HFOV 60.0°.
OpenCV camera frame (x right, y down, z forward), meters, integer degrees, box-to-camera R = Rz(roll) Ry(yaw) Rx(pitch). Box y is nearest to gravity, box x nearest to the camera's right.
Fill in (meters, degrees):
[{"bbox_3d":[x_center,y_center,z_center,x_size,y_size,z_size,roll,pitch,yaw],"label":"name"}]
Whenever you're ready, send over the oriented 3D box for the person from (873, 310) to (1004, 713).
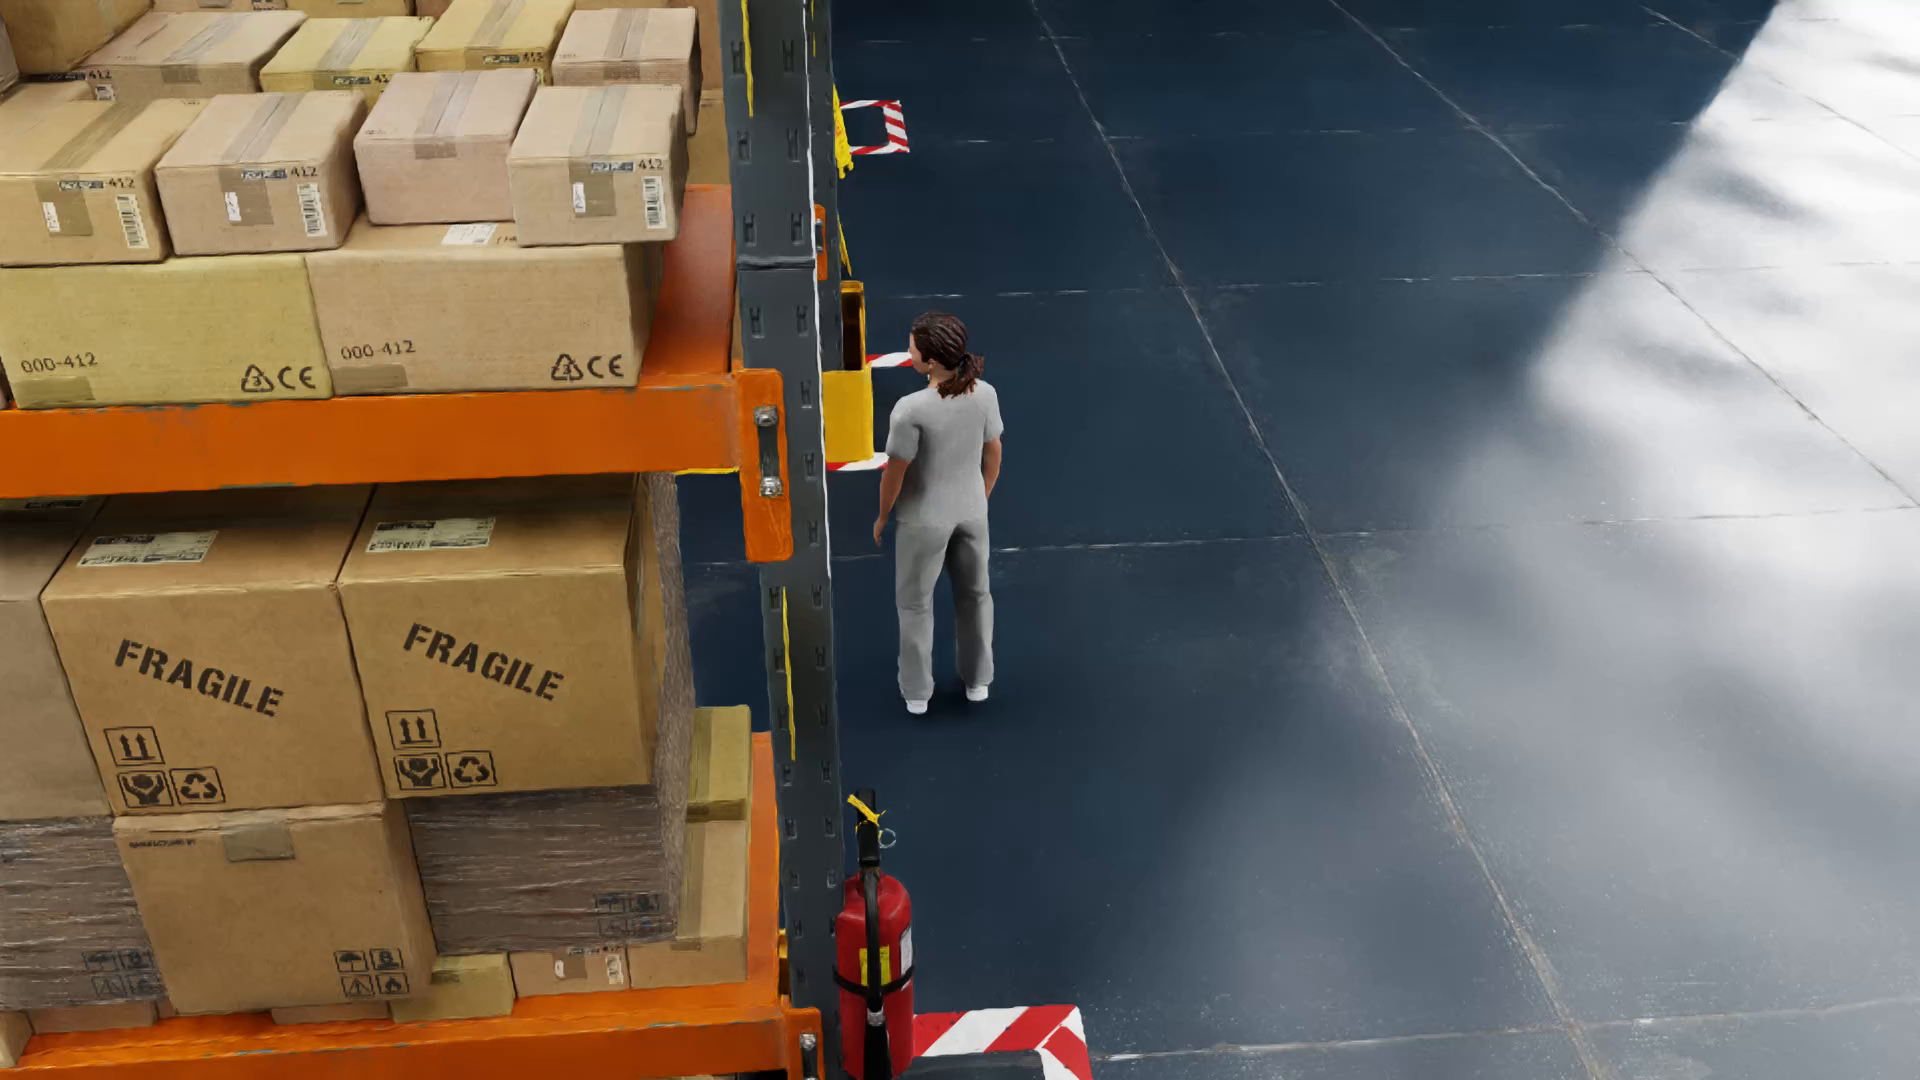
[{"bbox_3d":[-0.082,-0.074,6.265,0.486,1.718,0.404,-15,34,-23],"label":"person"}]
